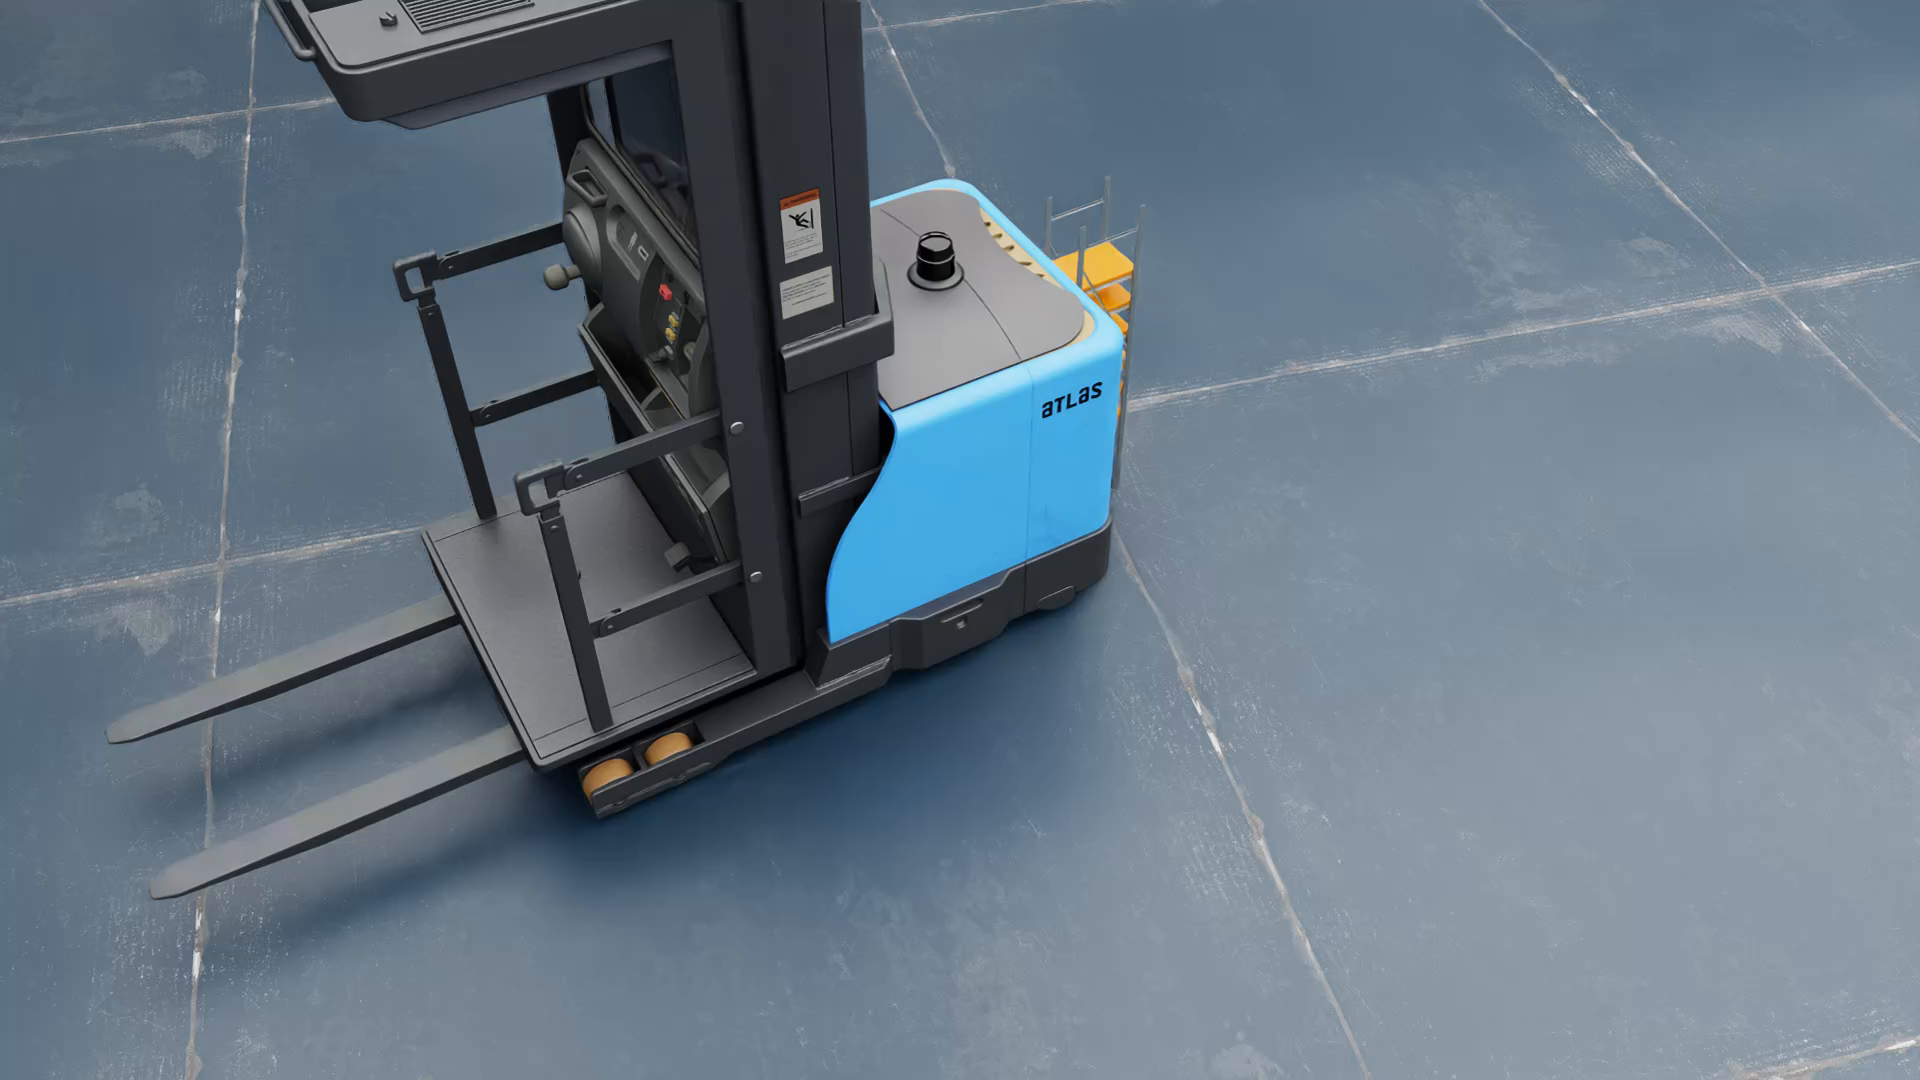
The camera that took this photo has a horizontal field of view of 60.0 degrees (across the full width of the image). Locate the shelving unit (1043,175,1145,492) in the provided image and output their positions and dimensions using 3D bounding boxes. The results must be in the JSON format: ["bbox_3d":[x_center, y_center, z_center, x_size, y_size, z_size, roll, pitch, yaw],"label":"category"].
[{"bbox_3d":[0.414,-0.615,5.513,0.258,1.200,0.189,-24,50,-21],"label":"shelving unit"}]

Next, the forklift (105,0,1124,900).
[{"bbox_3d":[-1.038,-0.648,4.333,3.031,2.935,1.130,-23,50,-21],"label":"forklift"}]

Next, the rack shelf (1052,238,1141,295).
[{"bbox_3d":[0.414,-0.836,5.287,0.258,0.103,0.180,-24,50,-21],"label":"rack shelf"}]

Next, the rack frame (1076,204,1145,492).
[{"bbox_3d":[0.462,-0.560,5.458,0.240,1.200,0.006,-24,50,-21],"label":"rack frame"}]

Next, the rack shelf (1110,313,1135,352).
[{"bbox_3d":[0.414,-0.668,5.459,0.258,0.103,0.180,-24,50,-21],"label":"rack shelf"}]

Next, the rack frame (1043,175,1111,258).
[{"bbox_3d":[0.367,-0.671,5.567,0.240,1.200,0.006,-24,50,-21],"label":"rack frame"}]

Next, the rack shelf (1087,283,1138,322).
[{"bbox_3d":[0.414,-0.752,5.373,0.258,0.103,0.180,-24,50,-21],"label":"rack shelf"}]

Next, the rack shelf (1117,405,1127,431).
[{"bbox_3d":[0.414,-0.416,5.716,0.258,0.103,0.180,-24,50,-21],"label":"rack shelf"}]

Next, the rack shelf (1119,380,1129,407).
[{"bbox_3d":[0.414,-0.500,5.630,0.258,0.103,0.180,-24,50,-21],"label":"rack shelf"}]

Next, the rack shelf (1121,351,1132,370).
[{"bbox_3d":[0.414,-0.584,5.545,0.258,0.103,0.180,-24,50,-21],"label":"rack shelf"}]
